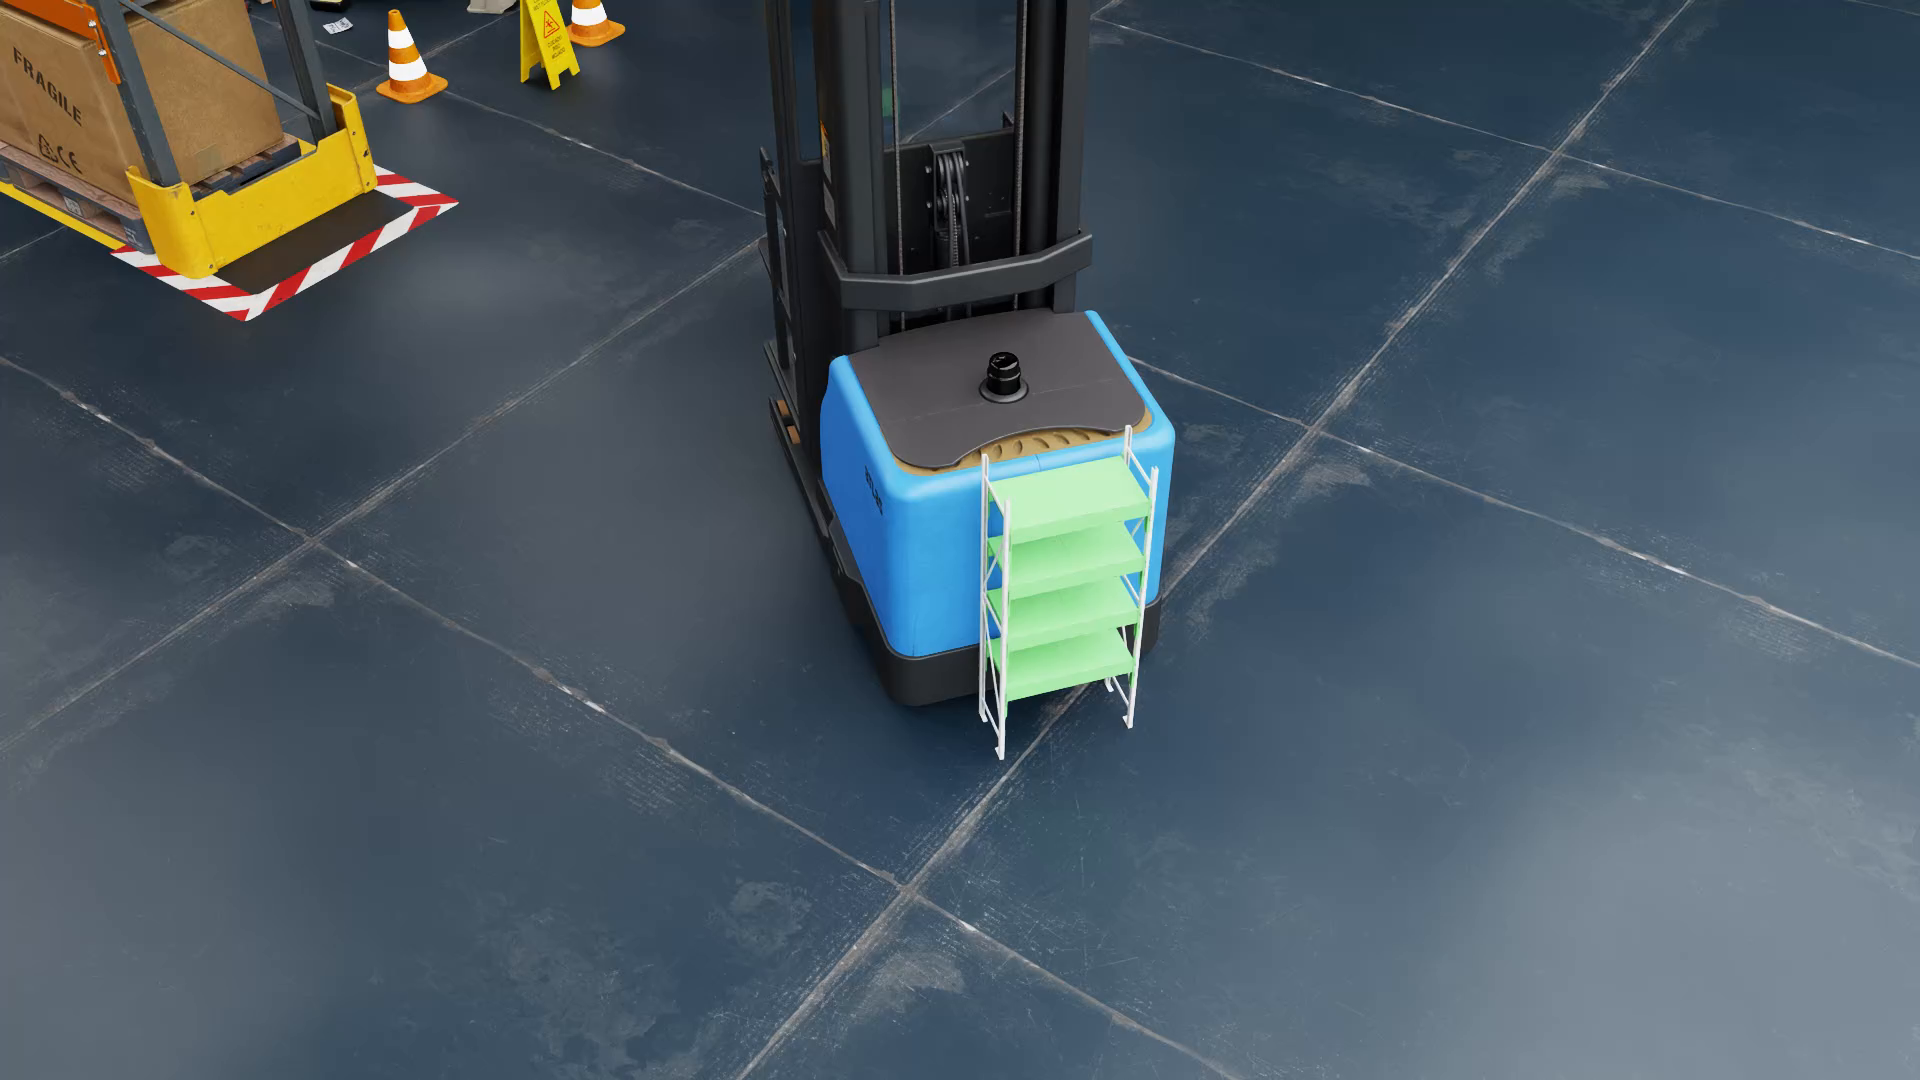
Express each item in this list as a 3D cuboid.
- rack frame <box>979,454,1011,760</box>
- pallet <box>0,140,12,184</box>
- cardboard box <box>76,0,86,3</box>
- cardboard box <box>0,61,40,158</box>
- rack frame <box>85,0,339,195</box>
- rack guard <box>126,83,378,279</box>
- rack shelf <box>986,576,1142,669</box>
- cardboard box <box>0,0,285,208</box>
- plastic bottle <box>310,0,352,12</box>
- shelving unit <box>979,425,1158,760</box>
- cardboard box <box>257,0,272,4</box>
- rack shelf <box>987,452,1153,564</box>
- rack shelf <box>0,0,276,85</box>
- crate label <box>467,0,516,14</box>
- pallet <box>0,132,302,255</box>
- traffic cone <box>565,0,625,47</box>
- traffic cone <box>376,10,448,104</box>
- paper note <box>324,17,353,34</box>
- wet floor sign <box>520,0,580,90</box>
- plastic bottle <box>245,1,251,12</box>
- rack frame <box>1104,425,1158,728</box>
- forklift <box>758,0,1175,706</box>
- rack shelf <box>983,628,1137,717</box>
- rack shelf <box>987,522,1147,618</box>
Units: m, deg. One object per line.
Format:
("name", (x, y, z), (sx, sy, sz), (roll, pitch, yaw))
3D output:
("rack frame", (0.112, 0.253, 5.568), (0.015, 1.200, 0.240), (-12, 43, -13))
("pallet", (-5.268, -2.469, 9.351), (1.213, 0.211, 1.003), (25, 48, 25))
("cardboard box", (-3.904, -2.951, 7.686), (0.550, 0.550, 0.875), (25, 48, 25))
("cardboard box", (-4.888, -2.702, 8.798), (0.875, 0.875, 0.875), (24, 47, 25))
("rack frame", (-3.574, -2.778, 7.605), (0.127, 3.000, 1.000), (25, 48, 25))
("rack guard", (-3.554, -1.837, 8.428), (0.348, 0.500, 1.175), (25, 48, 25))
("rack shelf", (0.345, 0.251, 5.665), (0.480, 0.148, 0.258), (-12, 43, -13))
("cardboard box", (-4.167, -2.366, 8.423), (0.875, 0.875, 0.875), (25, 48, 26))
("plastic bottle", (-4.007, -3.401, 10.505), (0.283, 0.061, 0.133), (10, 43, 11))
("shelving unit", (0.345, 0.203, 5.623), (0.503, 1.200, 0.258), (-12, 43, -13))
("cardboard box", (-4.384, -3.638, 10.616), (0.396, 0.266, 0.258), (-34, 52, -32))
("rack shelf", (0.345, -0.107, 5.345), (0.480, 0.148, 0.258), (-12, 43, -13))
("rack shelf", (-5.211, -3.275, 8.700), (4.000, 0.370, 1.077), (25, 48, 25))
("crate label", (-2.945, -3.443, 10.495), (0.298, 0.136, 0.250), (3, 42, 4))
("pallet", (-4.273, -2.002, 8.829), (1.213, 0.211, 1.003), (25, 48, 25))
("traffic cone", (-2.266, -3.298, 10.088), (0.334, 0.463, 0.336), (25, 48, 25))
("traffic cone", (-3.193, -2.811, 9.544), (0.334, 0.463, 0.336), (25, 48, 25))
("paper note", (-3.849, -3.182, 10.284), (0.144, 0.017, 0.142), (-25, 48, -25))
("wet floor sign", (-2.413, -2.970, 9.585), (0.232, 0.644, 0.267), (17, 45, 18))
("plastic bottle", (-4.557, -3.302, 10.394), (0.133, 0.061, 0.283), (10, 43, 11))
("rack frame", (0.577, 0.154, 5.678), (0.015, 1.200, 0.240), (-12, 43, -13))
("forklift", (-0.191, -1.492, 6.219), (1.130, 2.935, 3.031), (-12, 43, -13))
("rack shelf", (0.345, 0.430, 5.826), (0.480, 0.148, 0.258), (-12, 43, -13))
("rack shelf", (0.345, 0.072, 5.505), (0.480, 0.148, 0.258), (-12, 43, -13))
